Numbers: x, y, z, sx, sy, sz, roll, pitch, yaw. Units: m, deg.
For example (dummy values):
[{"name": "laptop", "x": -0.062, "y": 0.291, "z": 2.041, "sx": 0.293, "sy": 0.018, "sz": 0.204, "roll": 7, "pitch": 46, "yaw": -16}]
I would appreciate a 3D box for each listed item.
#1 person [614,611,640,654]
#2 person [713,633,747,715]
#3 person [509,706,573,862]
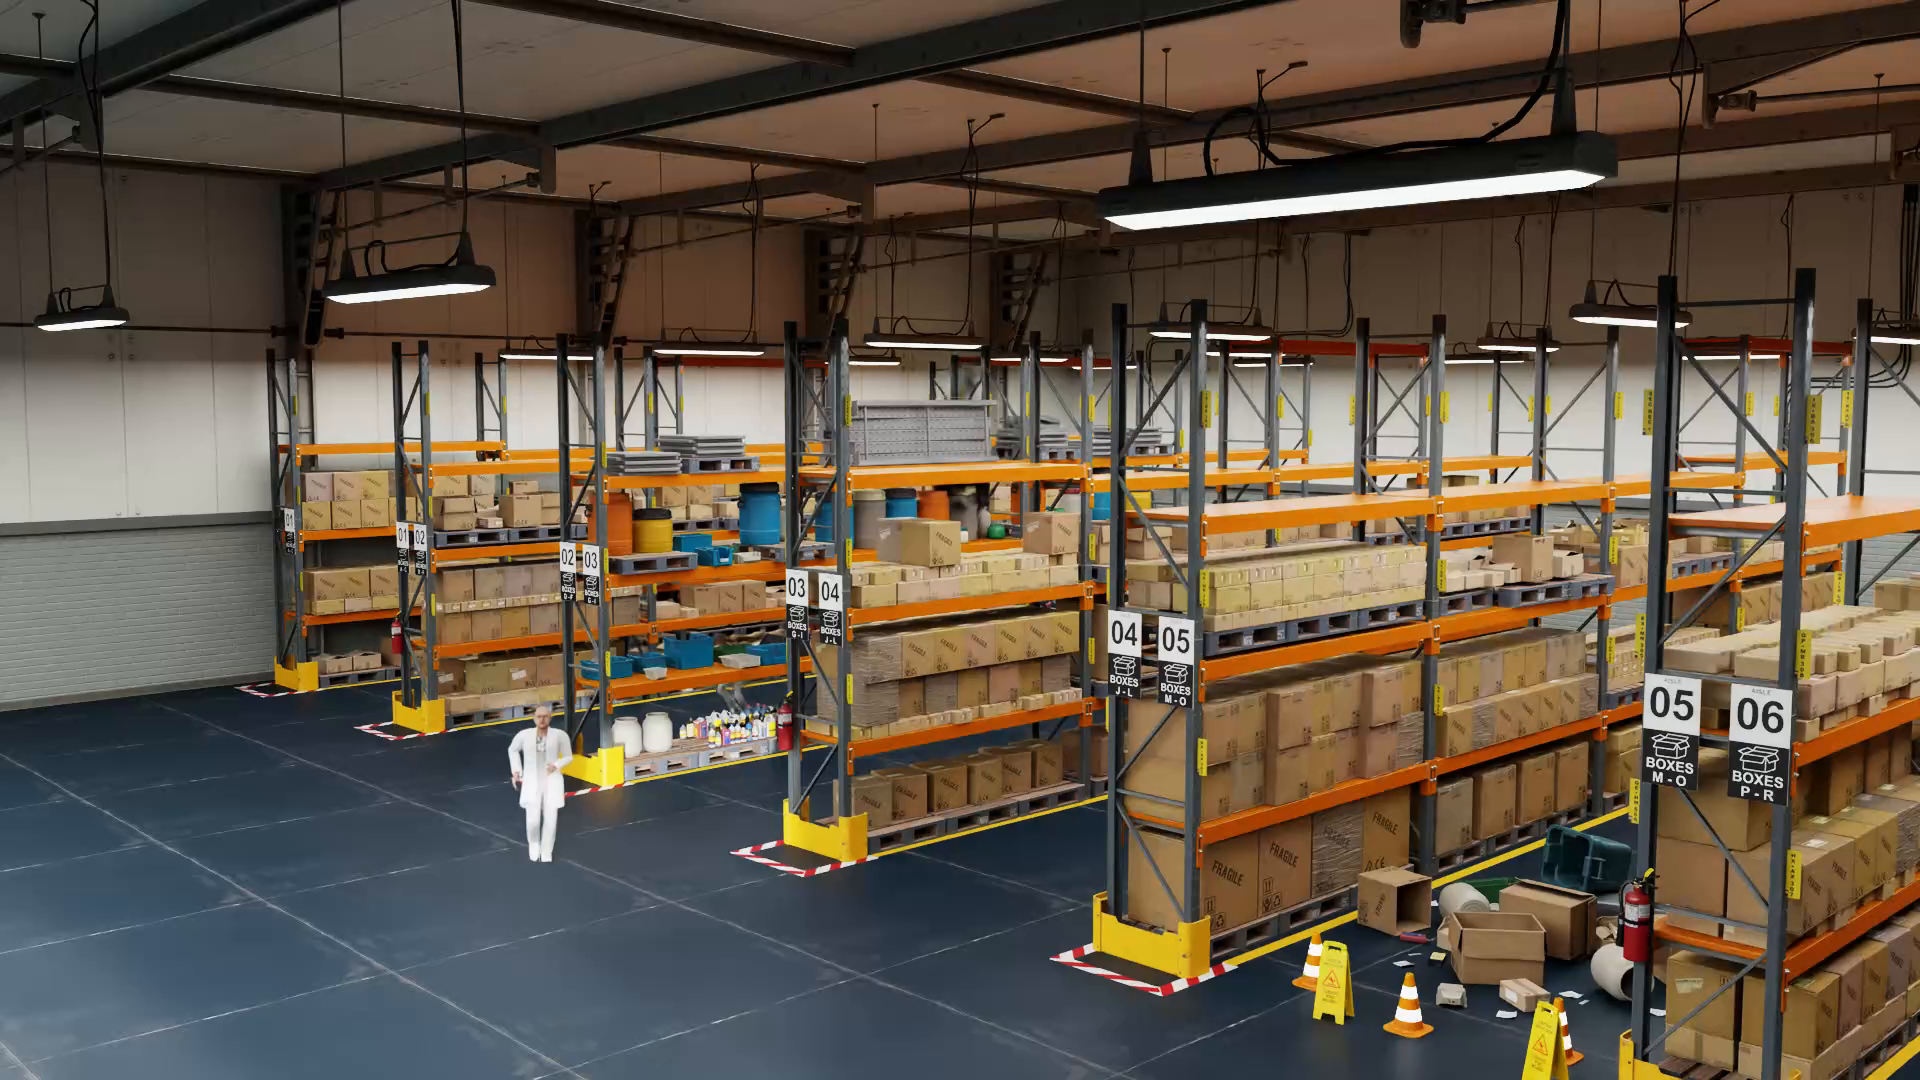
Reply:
[{"name": "person", "x": -6.349, "y": 1.586, "z": 31.640, "sx": 0.693, "sy": 1.730, "sz": 0.682, "roll": 3, "pitch": 6, "yaw": 35}, {"name": "person", "x": -3.688, "y": 2.152, "z": 26.398, "sx": 0.568, "sy": 1.434, "sz": 0.866, "roll": 3, "pitch": 6, "yaw": 28}, {"name": "person", "x": -4.601, "y": 2.704, "z": 18.282, "sx": 0.697, "sy": 1.742, "sz": 0.677, "roll": -1, "pitch": 5, "yaw": -14}]
